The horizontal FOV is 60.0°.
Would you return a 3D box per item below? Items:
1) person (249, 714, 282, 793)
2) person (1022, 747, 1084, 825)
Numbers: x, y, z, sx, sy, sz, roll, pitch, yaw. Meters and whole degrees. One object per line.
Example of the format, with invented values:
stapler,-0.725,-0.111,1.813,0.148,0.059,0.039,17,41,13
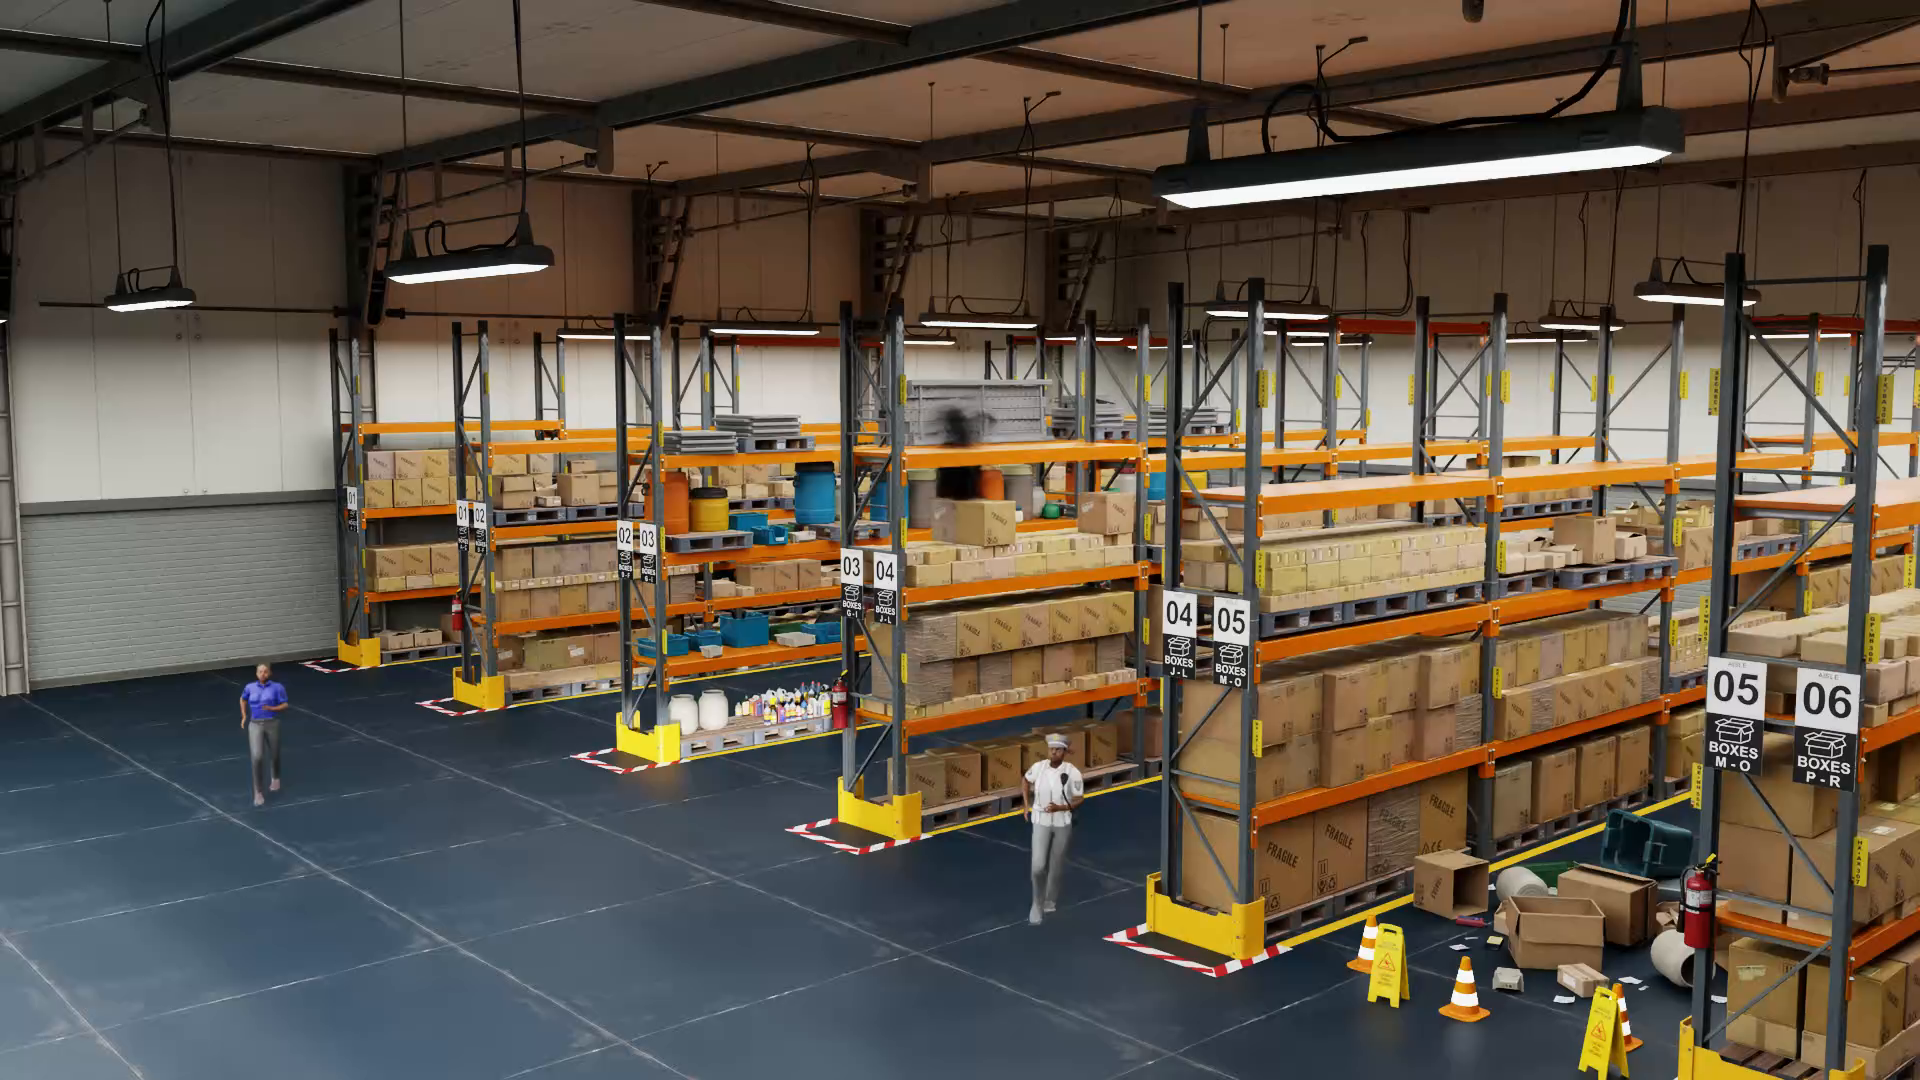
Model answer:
person,-8.489,2.567,20.355,0.372,0.926,0.703,-2,6,-20
person,0.826,2.210,14.889,0.567,0.694,0.542,1,6,5
